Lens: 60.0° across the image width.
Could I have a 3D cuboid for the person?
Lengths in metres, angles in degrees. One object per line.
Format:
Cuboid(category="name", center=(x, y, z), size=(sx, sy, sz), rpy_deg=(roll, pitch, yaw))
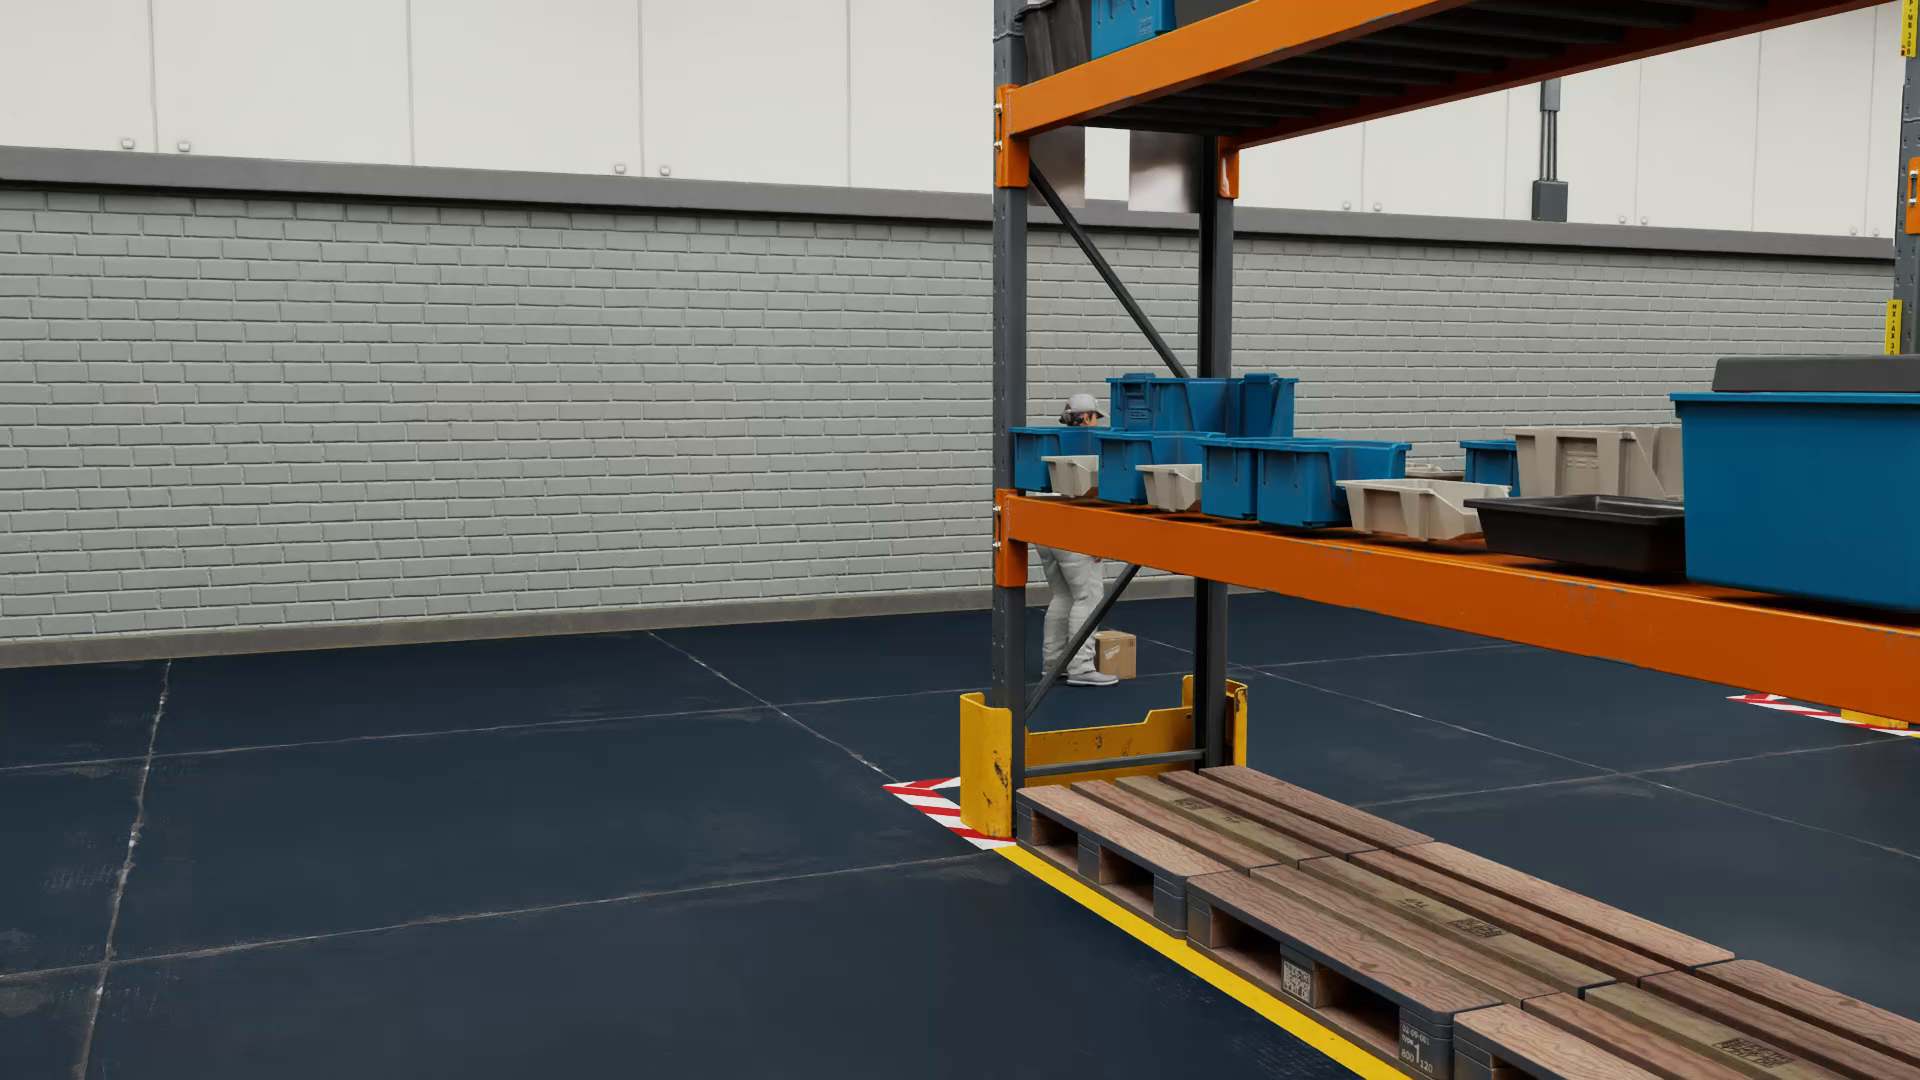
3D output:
Cuboid(category="person", center=(0.668, -0.014, 9.616), size=(0.468, 1.667, 0.557), rpy_deg=(-3, 6, -26))
